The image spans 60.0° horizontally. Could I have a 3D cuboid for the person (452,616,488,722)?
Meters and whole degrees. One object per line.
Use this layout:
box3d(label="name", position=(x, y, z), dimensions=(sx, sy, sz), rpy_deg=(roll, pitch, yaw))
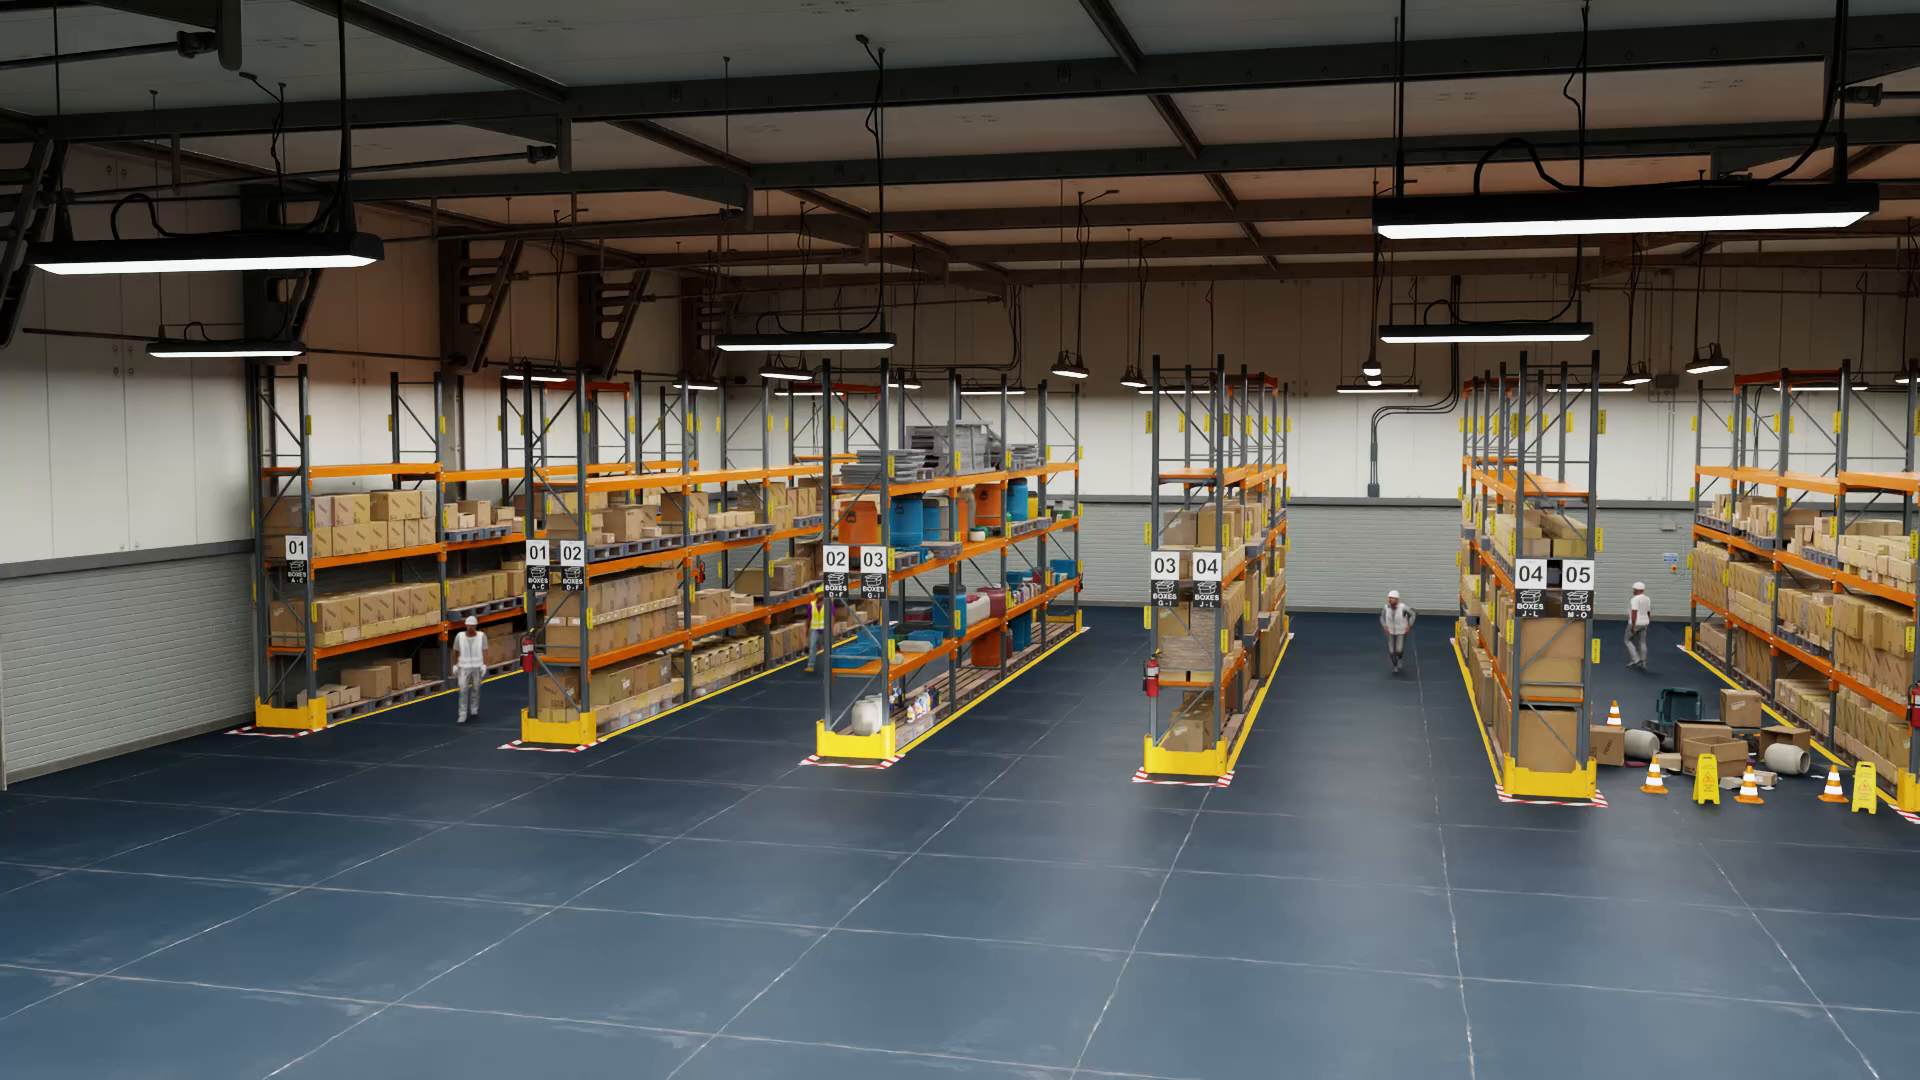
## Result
box3d(label="person", position=(-8.307, 2.158, 28.249), dimensions=(0.576, 1.736, 0.944), rpy_deg=(-2, 4, -22))

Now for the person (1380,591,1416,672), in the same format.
box3d(label="person", position=(8.849, 1.845, 33.599), dimensions=(0.709, 1.683, 0.705), rpy_deg=(2, 4, 23))

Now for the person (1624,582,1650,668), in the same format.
box3d(label="person", position=(14.010, 1.756, 34.282), dimensions=(0.594, 1.769, 0.495), rpy_deg=(-1, 4, -20))

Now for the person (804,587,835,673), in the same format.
box3d(label="person", position=(-2.854, 1.804, 33.676), dimensions=(0.651, 1.698, 1.086), rpy_deg=(1, 4, 9))
